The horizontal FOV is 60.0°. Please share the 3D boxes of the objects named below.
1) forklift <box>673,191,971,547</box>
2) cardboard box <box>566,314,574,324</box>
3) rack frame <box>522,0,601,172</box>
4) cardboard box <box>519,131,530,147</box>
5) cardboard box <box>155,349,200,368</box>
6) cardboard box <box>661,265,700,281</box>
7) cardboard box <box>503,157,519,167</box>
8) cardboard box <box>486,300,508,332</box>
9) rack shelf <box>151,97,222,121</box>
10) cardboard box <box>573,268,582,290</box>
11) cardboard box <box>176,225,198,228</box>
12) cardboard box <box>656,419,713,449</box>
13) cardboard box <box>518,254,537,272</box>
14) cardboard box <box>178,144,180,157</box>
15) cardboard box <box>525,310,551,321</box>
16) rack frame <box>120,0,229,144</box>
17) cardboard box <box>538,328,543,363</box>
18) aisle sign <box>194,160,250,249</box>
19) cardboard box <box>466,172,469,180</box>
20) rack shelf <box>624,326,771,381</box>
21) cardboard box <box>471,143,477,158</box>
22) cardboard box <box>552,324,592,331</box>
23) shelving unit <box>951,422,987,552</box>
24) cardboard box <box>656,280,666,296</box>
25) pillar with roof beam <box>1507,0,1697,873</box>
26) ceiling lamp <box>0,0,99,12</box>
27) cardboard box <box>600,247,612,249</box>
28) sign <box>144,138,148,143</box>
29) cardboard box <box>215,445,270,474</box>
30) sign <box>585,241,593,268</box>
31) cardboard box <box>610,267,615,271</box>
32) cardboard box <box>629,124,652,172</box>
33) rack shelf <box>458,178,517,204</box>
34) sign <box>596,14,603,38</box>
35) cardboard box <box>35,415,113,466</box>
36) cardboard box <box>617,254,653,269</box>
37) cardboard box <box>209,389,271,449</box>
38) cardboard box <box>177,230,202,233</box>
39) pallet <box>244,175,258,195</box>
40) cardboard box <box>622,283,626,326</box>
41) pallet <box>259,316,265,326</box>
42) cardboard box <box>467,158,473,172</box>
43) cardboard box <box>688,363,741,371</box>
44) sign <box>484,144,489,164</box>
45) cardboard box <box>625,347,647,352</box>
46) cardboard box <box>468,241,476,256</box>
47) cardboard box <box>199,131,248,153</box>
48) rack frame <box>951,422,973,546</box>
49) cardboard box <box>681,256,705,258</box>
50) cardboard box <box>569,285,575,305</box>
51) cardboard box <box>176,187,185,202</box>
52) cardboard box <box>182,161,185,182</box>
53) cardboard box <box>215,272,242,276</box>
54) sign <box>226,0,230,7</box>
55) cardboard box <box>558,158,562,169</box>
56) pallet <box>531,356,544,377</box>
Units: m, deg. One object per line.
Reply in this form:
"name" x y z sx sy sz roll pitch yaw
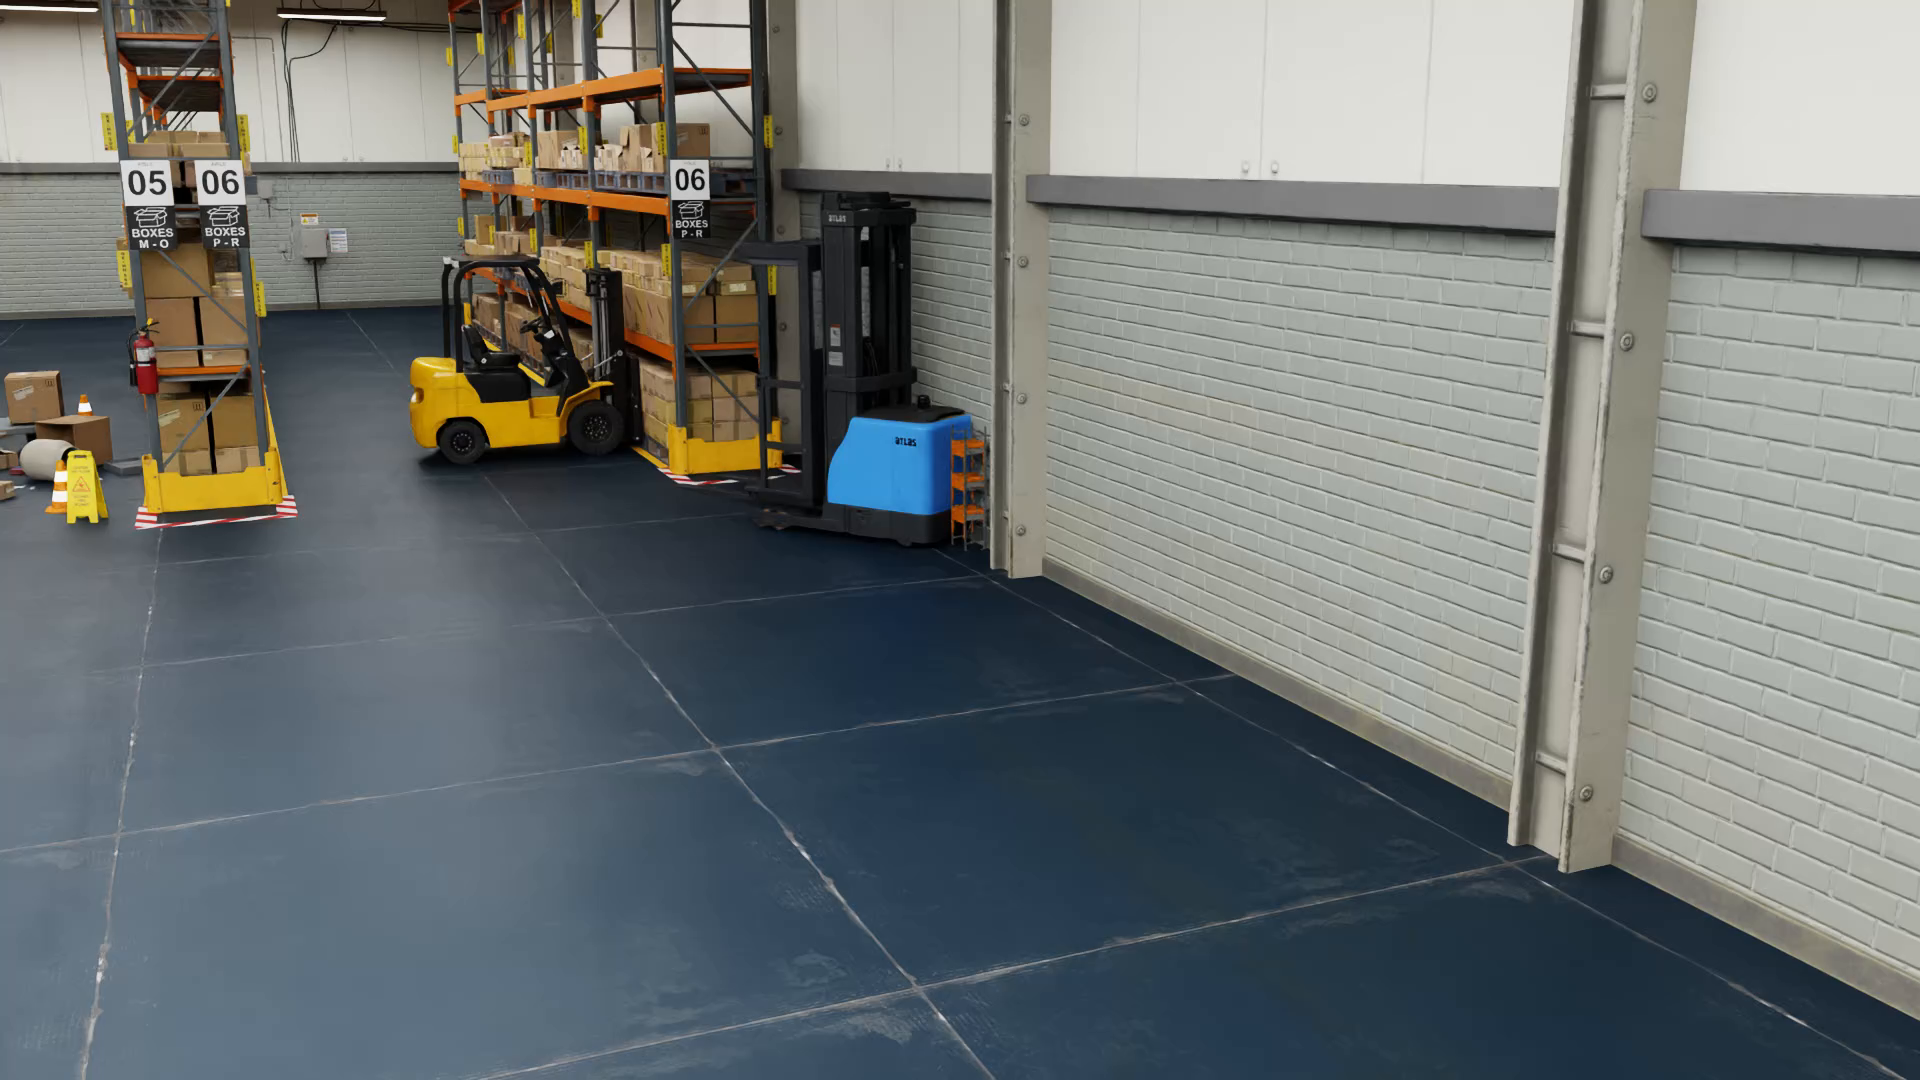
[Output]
"forklift" -1.246 -1.604 14.800 3.031 2.935 1.130 8 15 32
"cardboard box" -5.872 -3.419 25.663 0.380 0.149 0.250 -5 14 -22
"rack frame" -5.694 -6.801 23.800 1.000 3.000 0.127 -6 14 -23
"cardboard box" -6.974 -6.536 27.129 0.396 0.266 0.258 -6 14 -23
"cardboard box" -7.381 -1.712 15.673 0.380 0.149 0.250 -5 14 -21
"cardboard box" -2.953 -2.839 17.663 0.380 0.149 0.250 -6 14 -23
"cardboard box" -6.901 -5.885 25.894 0.380 0.149 0.250 -5 14 -22
"cardboard box" -8.017 -3.989 29.564 0.700 0.500 0.500 -6 14 -25
"rack shelf" -11.041 -6.220 23.771 1.077 0.370 4.000 -6 14 -23
"cardboard box" -4.735 -3.407 21.661 0.500 0.250 0.500 -6 14 -24
"cardboard box" -10.687 -4.049 22.771 0.500 0.500 0.500 -6 14 -24
"cardboard box" -2.967 -1.159 17.894 0.500 0.250 0.500 -6 14 -23
"cardboard box" -6.413 -4.199 25.261 0.500 0.250 0.500 -6 14 -26
"cardboard box" -7.774 -3.764 16.115 0.380 0.149 0.250 -6 14 -23
"cardboard box" -6.629 -3.537 26.174 0.380 0.149 0.250 -6 14 -26
"rack frame" -8.638 -5.526 18.289 1.000 3.000 0.127 -6 14 -23
"cardboard box" -6.060 -2.933 25.004 0.500 0.500 0.500 -5 14 -21
"aisle sign" -6.727 -3.059 15.167 0.394 0.787 0.004 -6 14 -23
"cardboard box" -8.762 -6.617 30.210 0.380 0.149 0.250 -5 14 -22
"rack shelf" -3.290 -2.289 19.201 1.077 0.370 4.000 -6 14 -23
"cardboard box" -8.337 -6.880 29.357 0.500 0.250 0.500 -5 14 -21
"cardboard box" -5.456 -2.796 24.135 0.875 0.625 0.625 -5 14 -21
"shelving unit" 0.072 -0.447 13.970 0.215 1.050 0.252 -6 15 -26
"cardboard box" -3.014 -2.687 17.667 0.380 0.149 0.250 -5 14 -22
"pillar with roof beam" -1.080 -2.506 5.240 9.100 9.000 0.400 -6 14 -23
"ceiling lamp" -16.741 -11.185 29.792 2.000 3.185 0.800 -6 14 -23
"cardboard box" -5.123 -4.092 23.736 0.380 0.149 0.250 -6 14 -23
"sign" -10.752 -5.133 21.921 0.100 0.325 0.005 -6 14 -23
"cardboard box" -7.105 -0.833 16.485 0.500 0.250 0.500 -6 14 -23
"sign" -4.585 -3.527 20.564 0.100 0.325 0.005 -6 14 -23
"cardboard box" -3.939 -3.165 19.733 0.380 0.149 0.250 -5 14 -22
"cardboard box" -3.208 -4.279 18.180 0.700 0.500 0.500 -6 14 -23
"rack shelf" -8.097 -6.229 29.575 1.077 0.370 4.000 -6 14 -23
"sign" -5.186 -7.385 23.896 0.100 0.325 0.005 -6 14 -23
"cardboard box" -9.455 -1.042 17.759 0.500 0.500 0.500 4 14 16
"cardboard box" -3.800 -3.258 19.474 0.380 0.149 0.250 -6 14 -24
"cardboard box" -7.115 -1.204 16.422 0.500 0.500 0.500 -6 14 -25
"cardboard box" -8.476 -3.066 17.866 0.700 0.500 0.500 -6 14 -23
"pallet" -8.787 -4.110 19.241 1.213 0.211 1.003 -6 14 -23
"cardboard box" -3.725 -2.775 19.486 0.500 0.500 0.500 -6 14 -24
"pallet" -8.811 -2.681 19.726 1.003 0.211 1.213 -6 14 -23
"cardboard box" -8.555 -6.738 29.853 0.500 0.250 0.500 -6 14 -25
"cardboard box" -2.712 -1.797 18.432 0.500 0.250 0.500 -6 14 -23
"sign" -7.790 -6.368 27.432 0.100 0.325 0.005 -6 14 -23
"cardboard box" -3.989 -2.170 20.041 0.500 0.250 0.500 -6 14 -23
"cardboard box" -8.761 -5.381 30.641 0.500 0.250 0.500 -5 14 -22
"cardboard box" -8.713 -4.699 19.659 0.500 0.250 0.500 -6 14 -24
"rack frame" 0.018 -0.472 14.077 0.200 1.050 0.008 -6 15 -26
"cardboard box" -3.130 -3.201 19.227 0.380 0.149 0.250 -5 14 -21
"cardboard box" -4.910 -3.268 22.172 0.500 0.250 0.500 -6 14 -23
"cardboard box" -7.680 -3.329 16.006 0.380 0.149 0.250 -6 14 -23
"cardboard box" -8.309 -3.810 17.202 0.500 0.250 0.500 -5 14 -22
"cardboard box" -8.232 -2.727 18.621 0.500 0.500 0.500 -6 14 -24
"sign" -8.133 -6.065 18.370 0.100 0.325 0.005 -6 14 -23
"cardboard box" -5.119 -5.004 22.089 0.380 0.149 0.250 -6 14 -24
"pallet" -5.958 -2.678 25.472 1.003 0.211 1.213 -6 14 -23
